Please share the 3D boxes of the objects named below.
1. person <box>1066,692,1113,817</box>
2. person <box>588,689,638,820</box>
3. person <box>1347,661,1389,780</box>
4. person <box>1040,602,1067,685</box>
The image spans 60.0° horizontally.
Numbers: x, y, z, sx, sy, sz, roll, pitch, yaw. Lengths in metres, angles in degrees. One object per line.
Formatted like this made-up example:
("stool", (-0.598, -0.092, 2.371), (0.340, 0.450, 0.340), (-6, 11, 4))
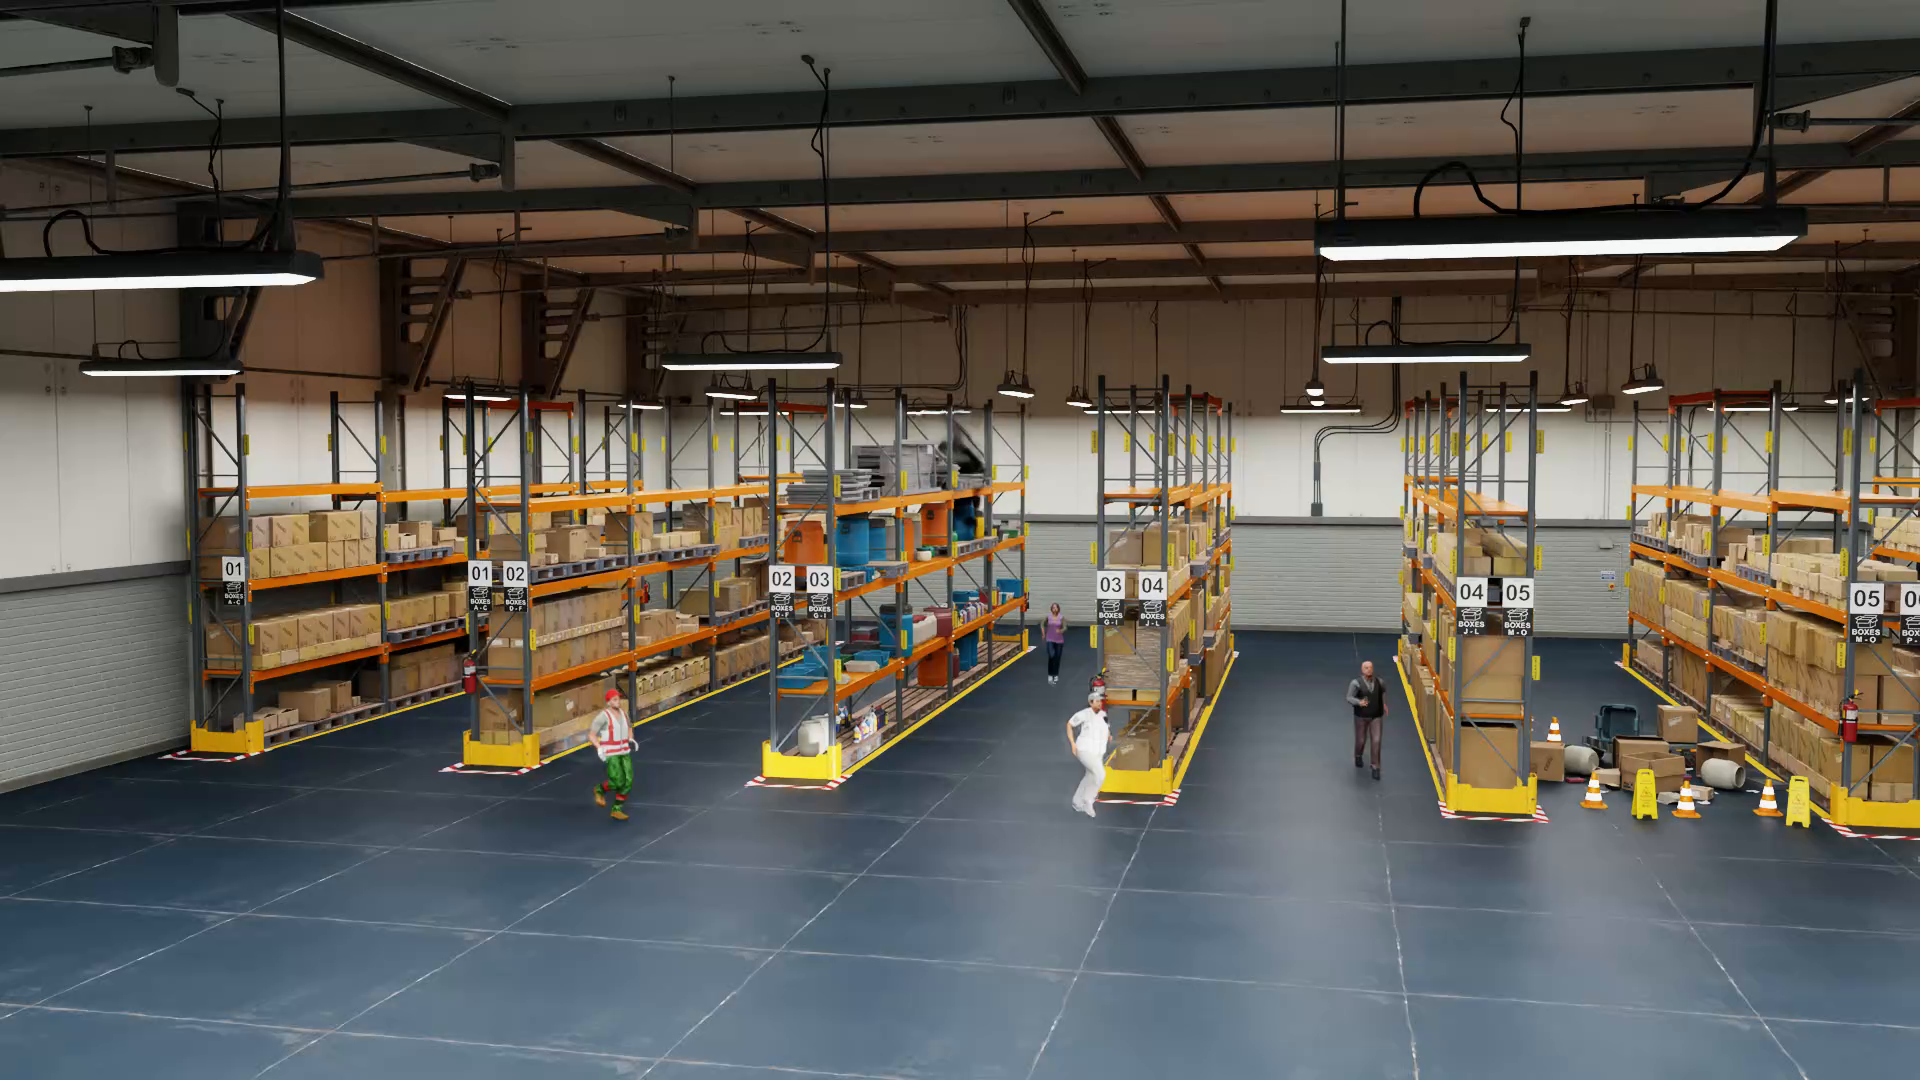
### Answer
("person", (1.810, 2.879, 22.565), (0.591, 1.642, 0.652), (-3, 4, -41))
("person", (-4.639, 2.865, 22.321), (0.591, 1.732, 0.673), (3, 4, 40))
("person", (6.156, 2.685, 25.073), (0.659, 1.715, 0.967), (0, 3, 2))
("person", (1.856, 2.093, 32.793), (0.506, 1.536, 0.646), (0, 3, -3))
